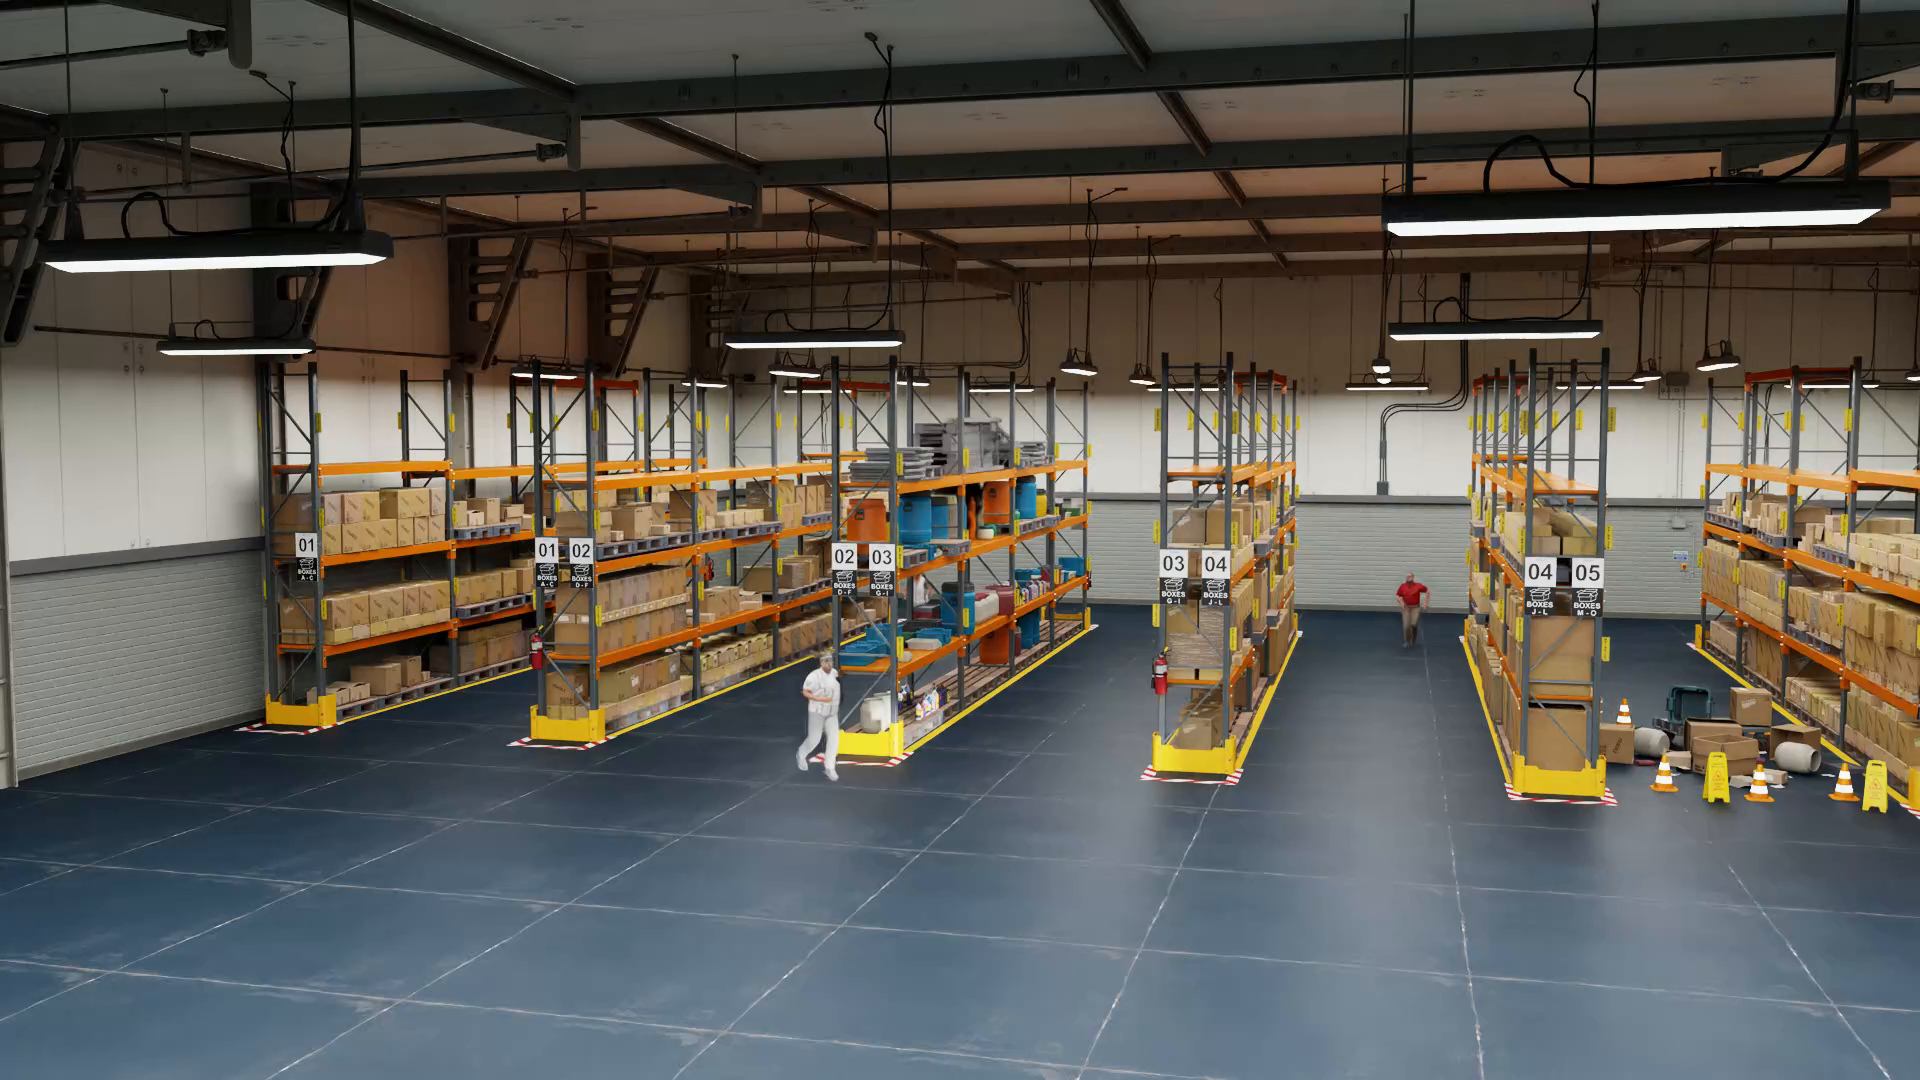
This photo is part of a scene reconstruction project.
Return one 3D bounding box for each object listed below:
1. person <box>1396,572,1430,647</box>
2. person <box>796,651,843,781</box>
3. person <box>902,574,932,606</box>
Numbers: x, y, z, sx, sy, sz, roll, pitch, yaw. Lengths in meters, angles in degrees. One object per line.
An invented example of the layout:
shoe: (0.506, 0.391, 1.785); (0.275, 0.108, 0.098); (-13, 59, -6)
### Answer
person: (10.029, 1.559, 36.931); (0.693, 1.681, 0.754); (2, 4, 25)
person: (-1.952, 2.459, 23.632); (0.673, 1.808, 0.896); (-3, 5, -37)
person: (-0.985, 1.469, 37.769); (0.656, 1.783, 0.899); (0, 4, 3)
